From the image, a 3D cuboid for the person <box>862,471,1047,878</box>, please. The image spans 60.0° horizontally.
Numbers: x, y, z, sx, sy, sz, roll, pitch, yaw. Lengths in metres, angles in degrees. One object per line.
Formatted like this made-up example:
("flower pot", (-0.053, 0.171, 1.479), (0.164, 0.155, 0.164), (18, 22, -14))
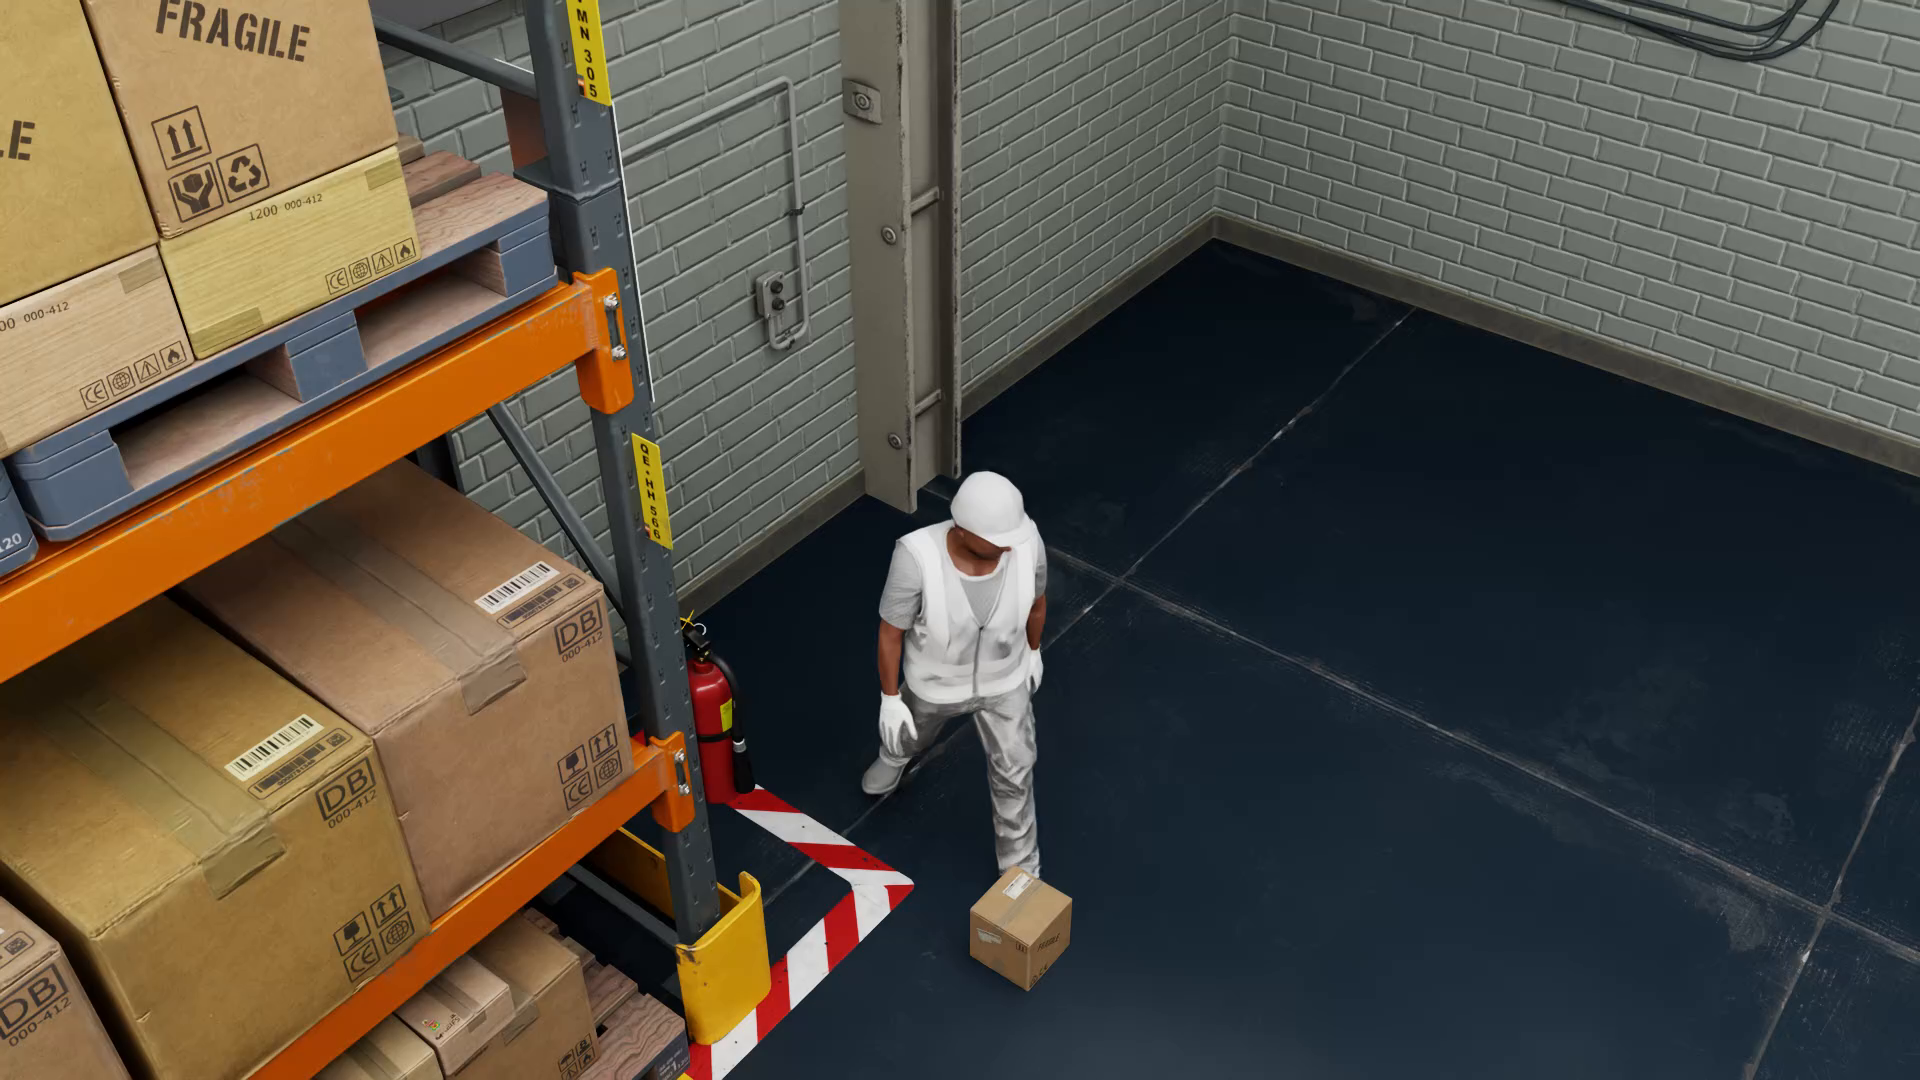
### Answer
("person", (-0.007, 0.441, 5.589), (0.622, 1.754, 0.954), (-7, 39, -9))
